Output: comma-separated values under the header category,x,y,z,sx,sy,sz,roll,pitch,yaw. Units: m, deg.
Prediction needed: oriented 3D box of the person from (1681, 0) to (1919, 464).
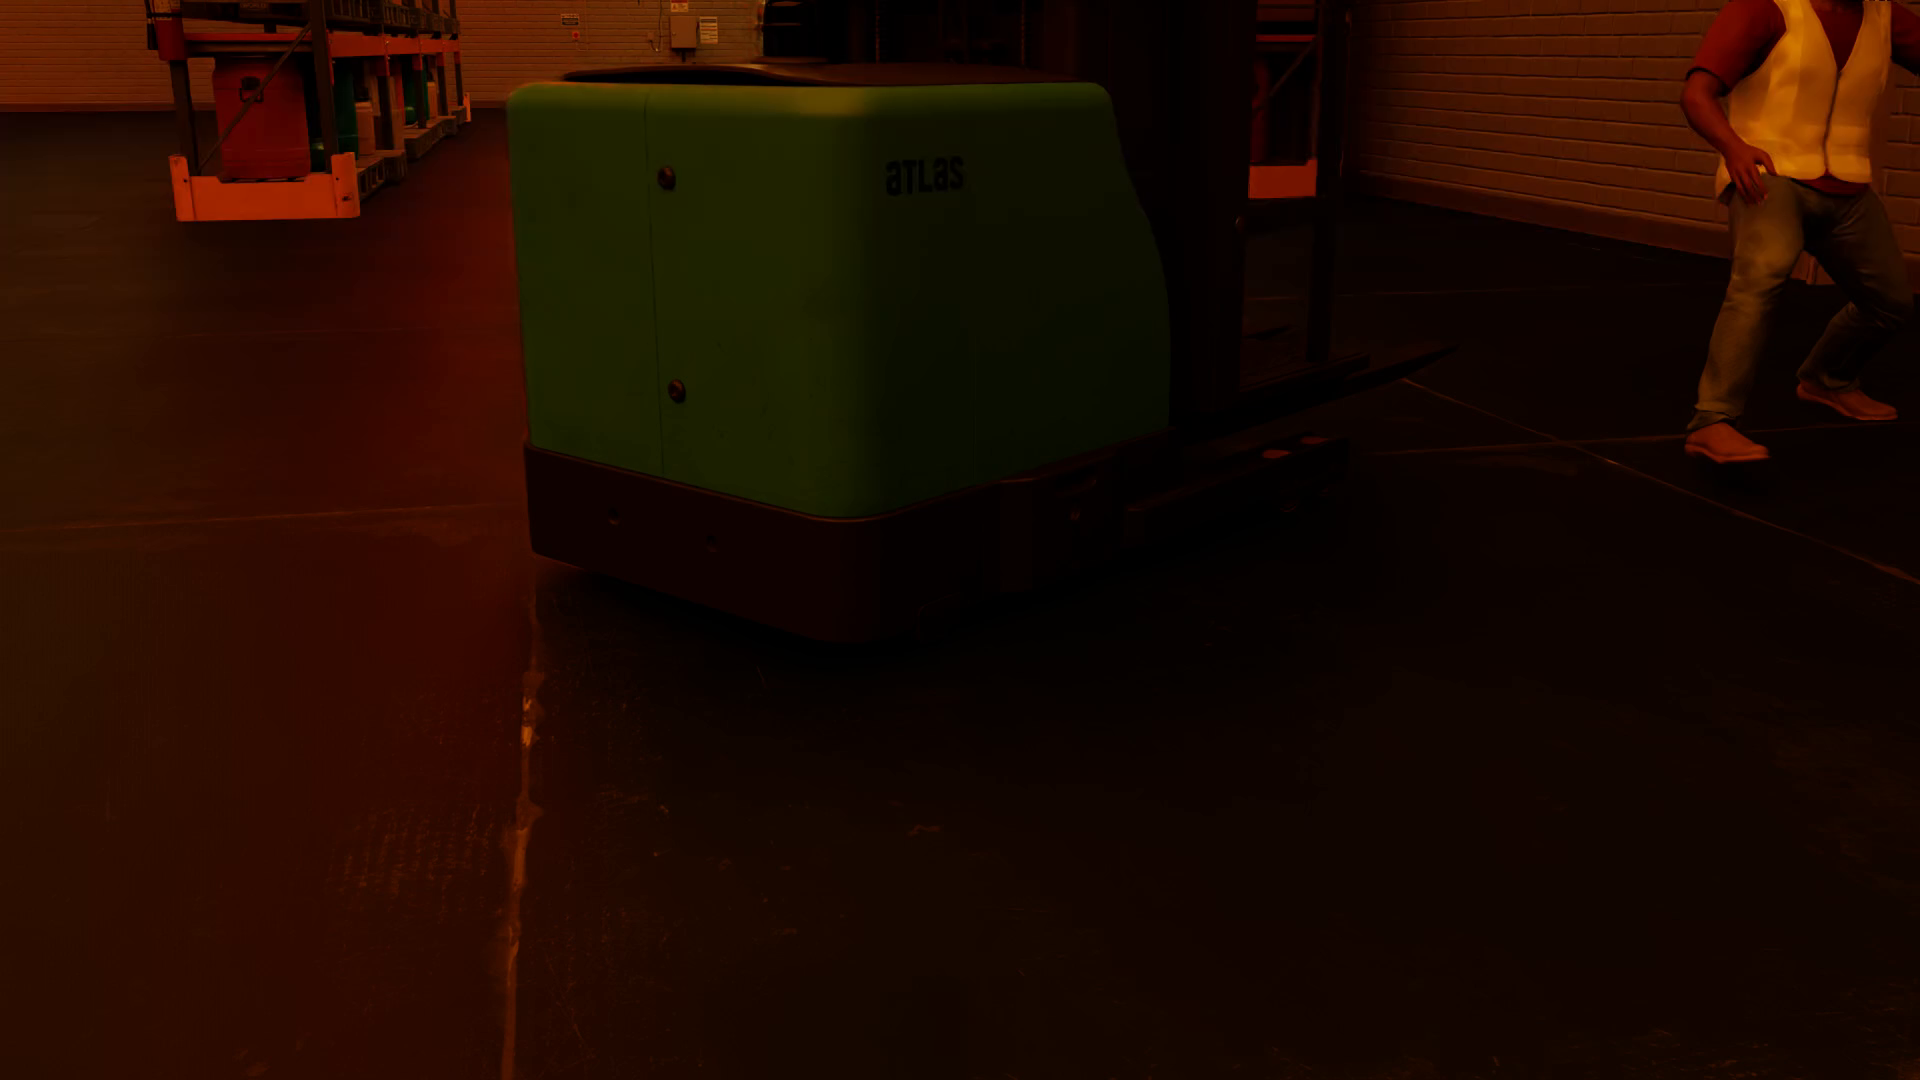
category,x,y,z,sx,sy,sz,roll,pitch,yaw
person,2.520,-1.042,4.757,1.053,1.598,0.993,-2,17,-8

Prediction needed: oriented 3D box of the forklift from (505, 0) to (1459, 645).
category,x,y,z,sx,sy,sz,roll,pitch,yaw
forklift,0.376,-1.555,4.102,1.130,2.935,3.031,13,21,38
